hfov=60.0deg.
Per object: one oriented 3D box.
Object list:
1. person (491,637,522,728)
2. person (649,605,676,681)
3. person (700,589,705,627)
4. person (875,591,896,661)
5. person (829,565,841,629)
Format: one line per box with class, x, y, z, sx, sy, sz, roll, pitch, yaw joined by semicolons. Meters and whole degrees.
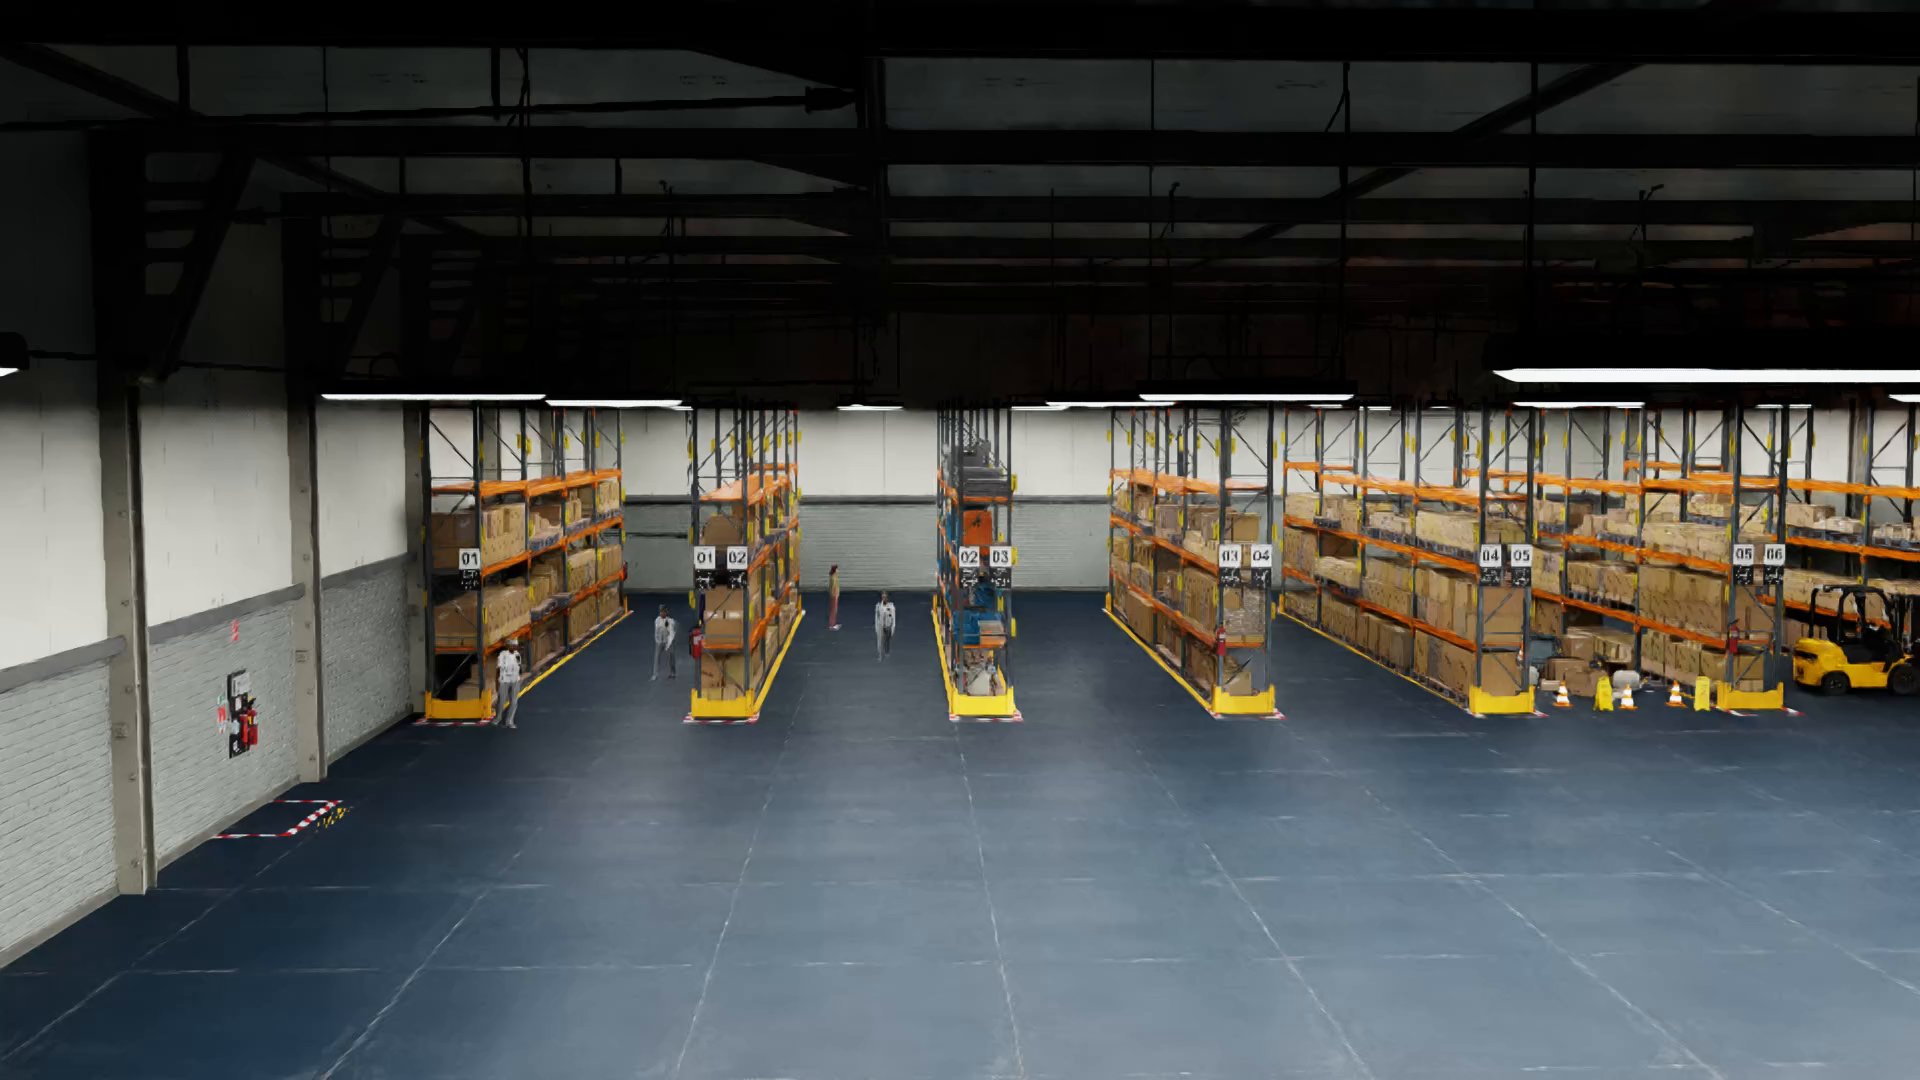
person;-8.221;2.575;30.137;0.514;1.652;0.519;-3;6;-38
person;-6.275;2.166;35.309;0.484;1.620;0.977;1;4;8
person;-6.677;1.539;43.976;0.625;1.596;0.517;0;4;-4
person;-1.716;1.956;38.243;0.488;1.590;1.089;0;4;-5
person;-3.290;1.490;43.806;0.359;1.682;0.529;-1;5;-16
